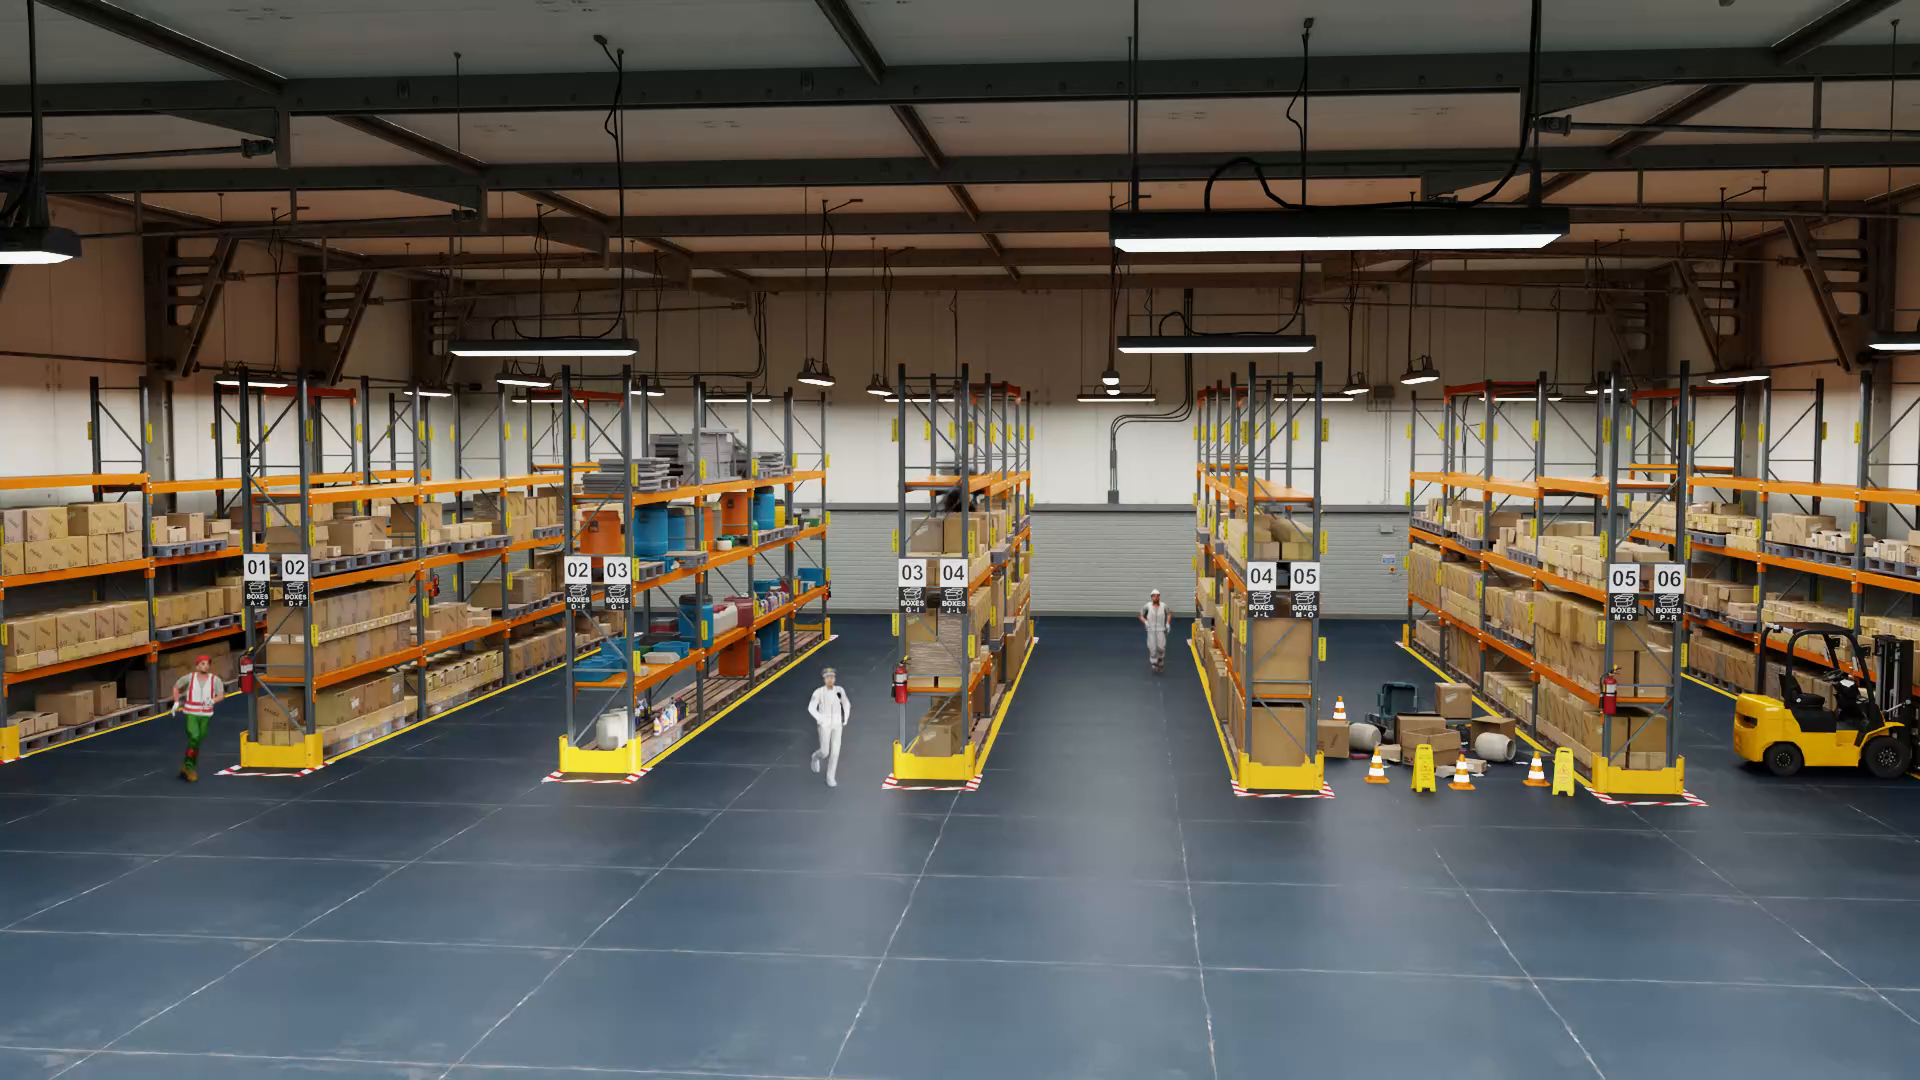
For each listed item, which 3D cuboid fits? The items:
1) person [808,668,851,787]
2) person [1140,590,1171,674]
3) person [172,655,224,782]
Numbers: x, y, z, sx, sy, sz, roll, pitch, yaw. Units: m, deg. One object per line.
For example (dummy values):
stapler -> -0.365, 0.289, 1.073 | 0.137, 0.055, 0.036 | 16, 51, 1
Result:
person -> -1.869, 2.653, 23.857 | 0.628, 1.687, 0.697 | -1, 4, -18
person -> 4.049, 1.908, 34.436 | 0.648, 1.759, 0.640 | 0, 4, 5
person -> -11.043, 2.557, 24.158 | 0.688, 1.769, 0.782 | -3, 5, -38
